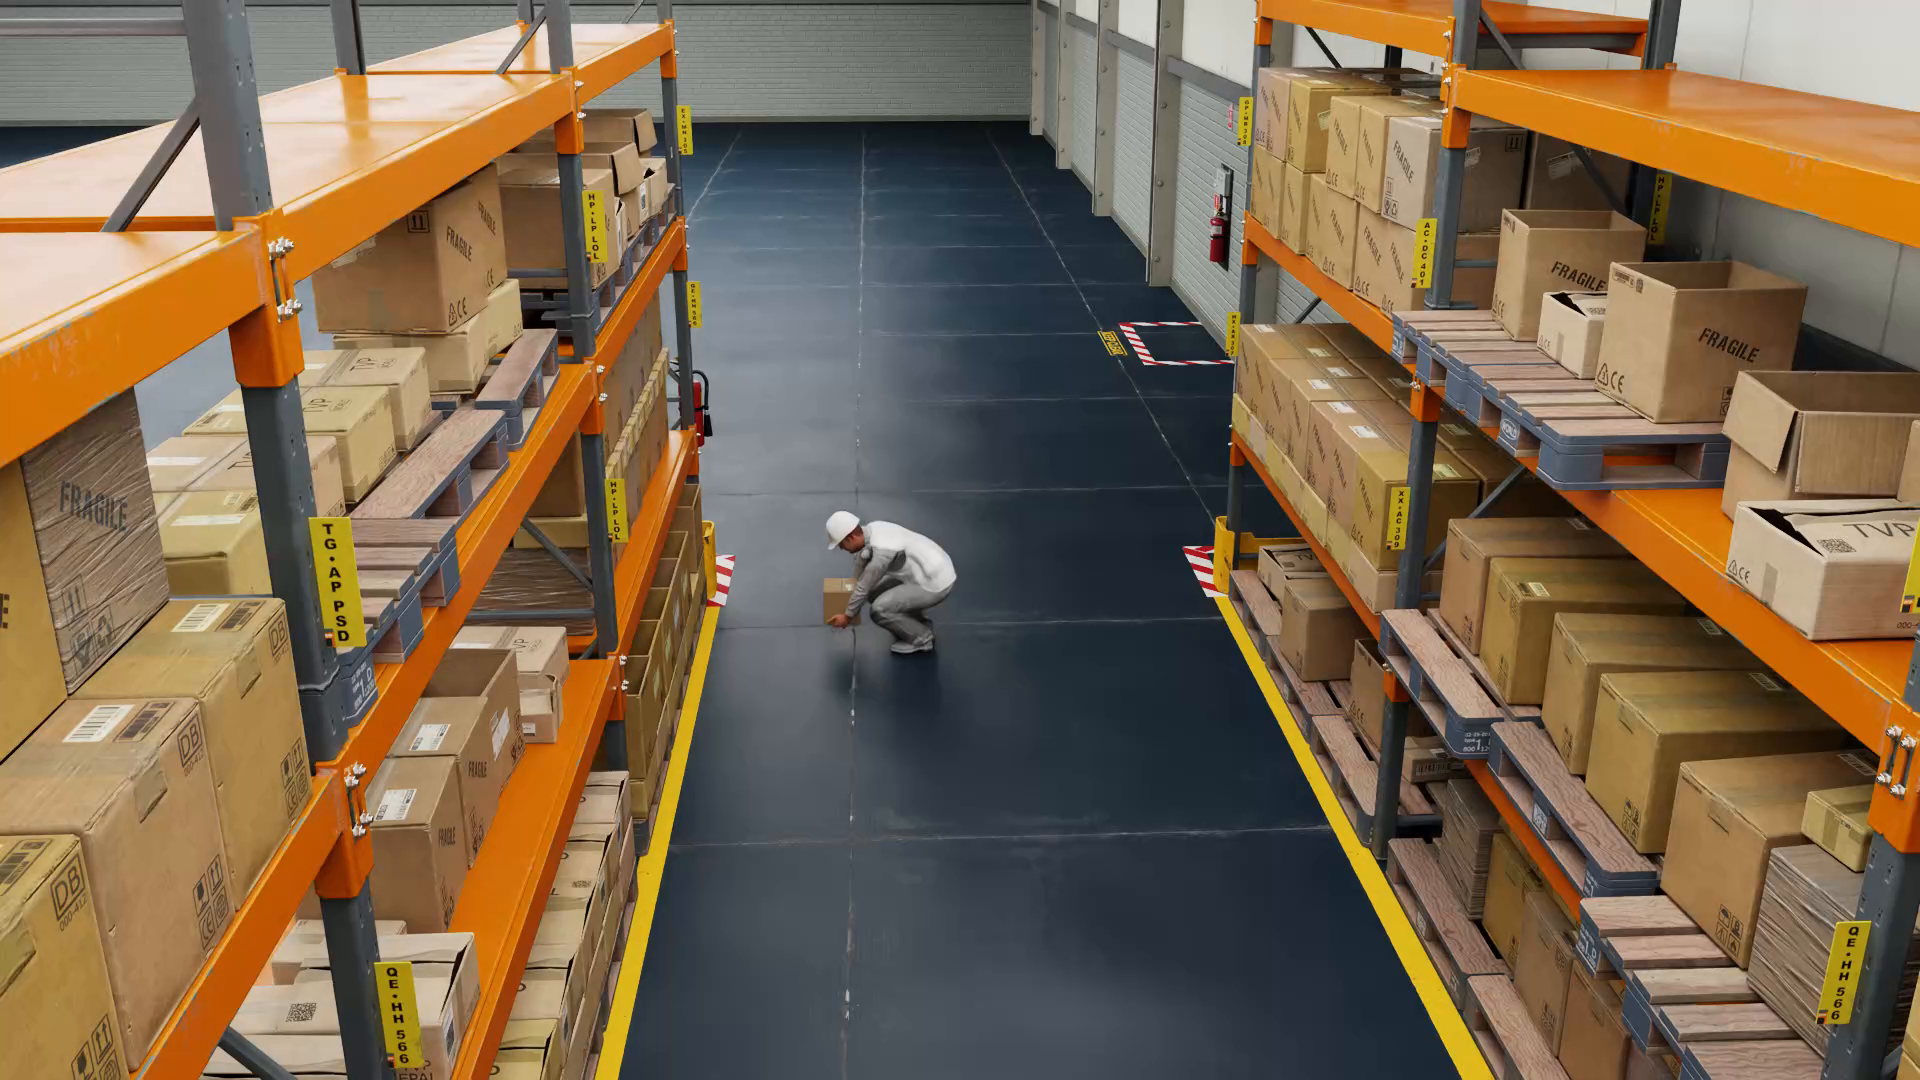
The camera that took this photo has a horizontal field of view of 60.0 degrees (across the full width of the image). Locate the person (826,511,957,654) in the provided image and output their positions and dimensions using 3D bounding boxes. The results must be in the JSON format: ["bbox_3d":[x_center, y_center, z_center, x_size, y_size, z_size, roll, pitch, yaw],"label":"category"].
[{"bbox_3d":[-0.473,0.261,11.457,0.890,1.006,0.514,-2,20,-4],"label":"person"}]
